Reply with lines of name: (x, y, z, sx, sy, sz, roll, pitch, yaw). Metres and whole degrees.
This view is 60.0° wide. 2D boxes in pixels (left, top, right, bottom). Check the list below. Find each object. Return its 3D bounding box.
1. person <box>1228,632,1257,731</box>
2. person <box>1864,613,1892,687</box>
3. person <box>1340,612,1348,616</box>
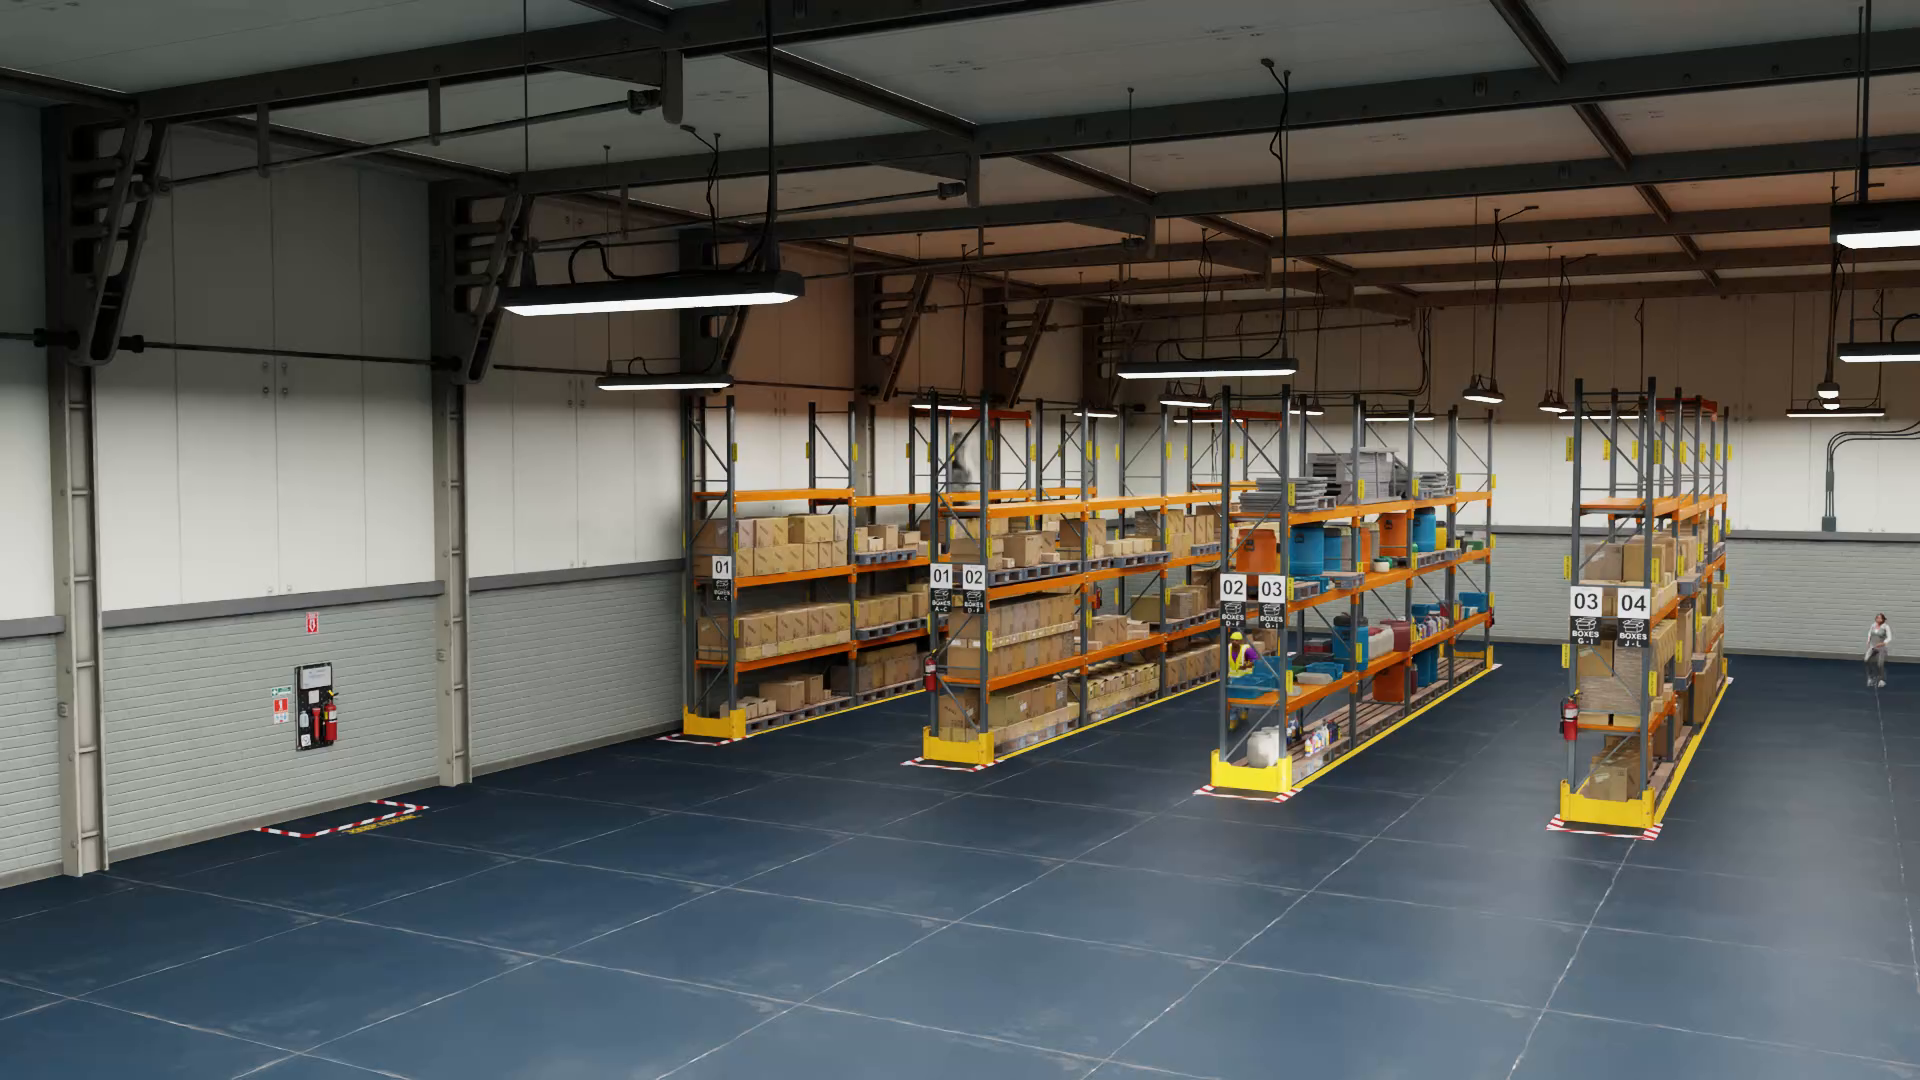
person: (5.113, 2.542, 30.384, 0.699, 1.770, 1.074, 1, 3, 20)
person: (19.585, 2.346, 35.475, 0.618, 1.580, 0.548, -2, 4, -35)
person: (8.224, 2.330, 35.474, 0.559, 1.607, 0.594, 2, 4, 32)
